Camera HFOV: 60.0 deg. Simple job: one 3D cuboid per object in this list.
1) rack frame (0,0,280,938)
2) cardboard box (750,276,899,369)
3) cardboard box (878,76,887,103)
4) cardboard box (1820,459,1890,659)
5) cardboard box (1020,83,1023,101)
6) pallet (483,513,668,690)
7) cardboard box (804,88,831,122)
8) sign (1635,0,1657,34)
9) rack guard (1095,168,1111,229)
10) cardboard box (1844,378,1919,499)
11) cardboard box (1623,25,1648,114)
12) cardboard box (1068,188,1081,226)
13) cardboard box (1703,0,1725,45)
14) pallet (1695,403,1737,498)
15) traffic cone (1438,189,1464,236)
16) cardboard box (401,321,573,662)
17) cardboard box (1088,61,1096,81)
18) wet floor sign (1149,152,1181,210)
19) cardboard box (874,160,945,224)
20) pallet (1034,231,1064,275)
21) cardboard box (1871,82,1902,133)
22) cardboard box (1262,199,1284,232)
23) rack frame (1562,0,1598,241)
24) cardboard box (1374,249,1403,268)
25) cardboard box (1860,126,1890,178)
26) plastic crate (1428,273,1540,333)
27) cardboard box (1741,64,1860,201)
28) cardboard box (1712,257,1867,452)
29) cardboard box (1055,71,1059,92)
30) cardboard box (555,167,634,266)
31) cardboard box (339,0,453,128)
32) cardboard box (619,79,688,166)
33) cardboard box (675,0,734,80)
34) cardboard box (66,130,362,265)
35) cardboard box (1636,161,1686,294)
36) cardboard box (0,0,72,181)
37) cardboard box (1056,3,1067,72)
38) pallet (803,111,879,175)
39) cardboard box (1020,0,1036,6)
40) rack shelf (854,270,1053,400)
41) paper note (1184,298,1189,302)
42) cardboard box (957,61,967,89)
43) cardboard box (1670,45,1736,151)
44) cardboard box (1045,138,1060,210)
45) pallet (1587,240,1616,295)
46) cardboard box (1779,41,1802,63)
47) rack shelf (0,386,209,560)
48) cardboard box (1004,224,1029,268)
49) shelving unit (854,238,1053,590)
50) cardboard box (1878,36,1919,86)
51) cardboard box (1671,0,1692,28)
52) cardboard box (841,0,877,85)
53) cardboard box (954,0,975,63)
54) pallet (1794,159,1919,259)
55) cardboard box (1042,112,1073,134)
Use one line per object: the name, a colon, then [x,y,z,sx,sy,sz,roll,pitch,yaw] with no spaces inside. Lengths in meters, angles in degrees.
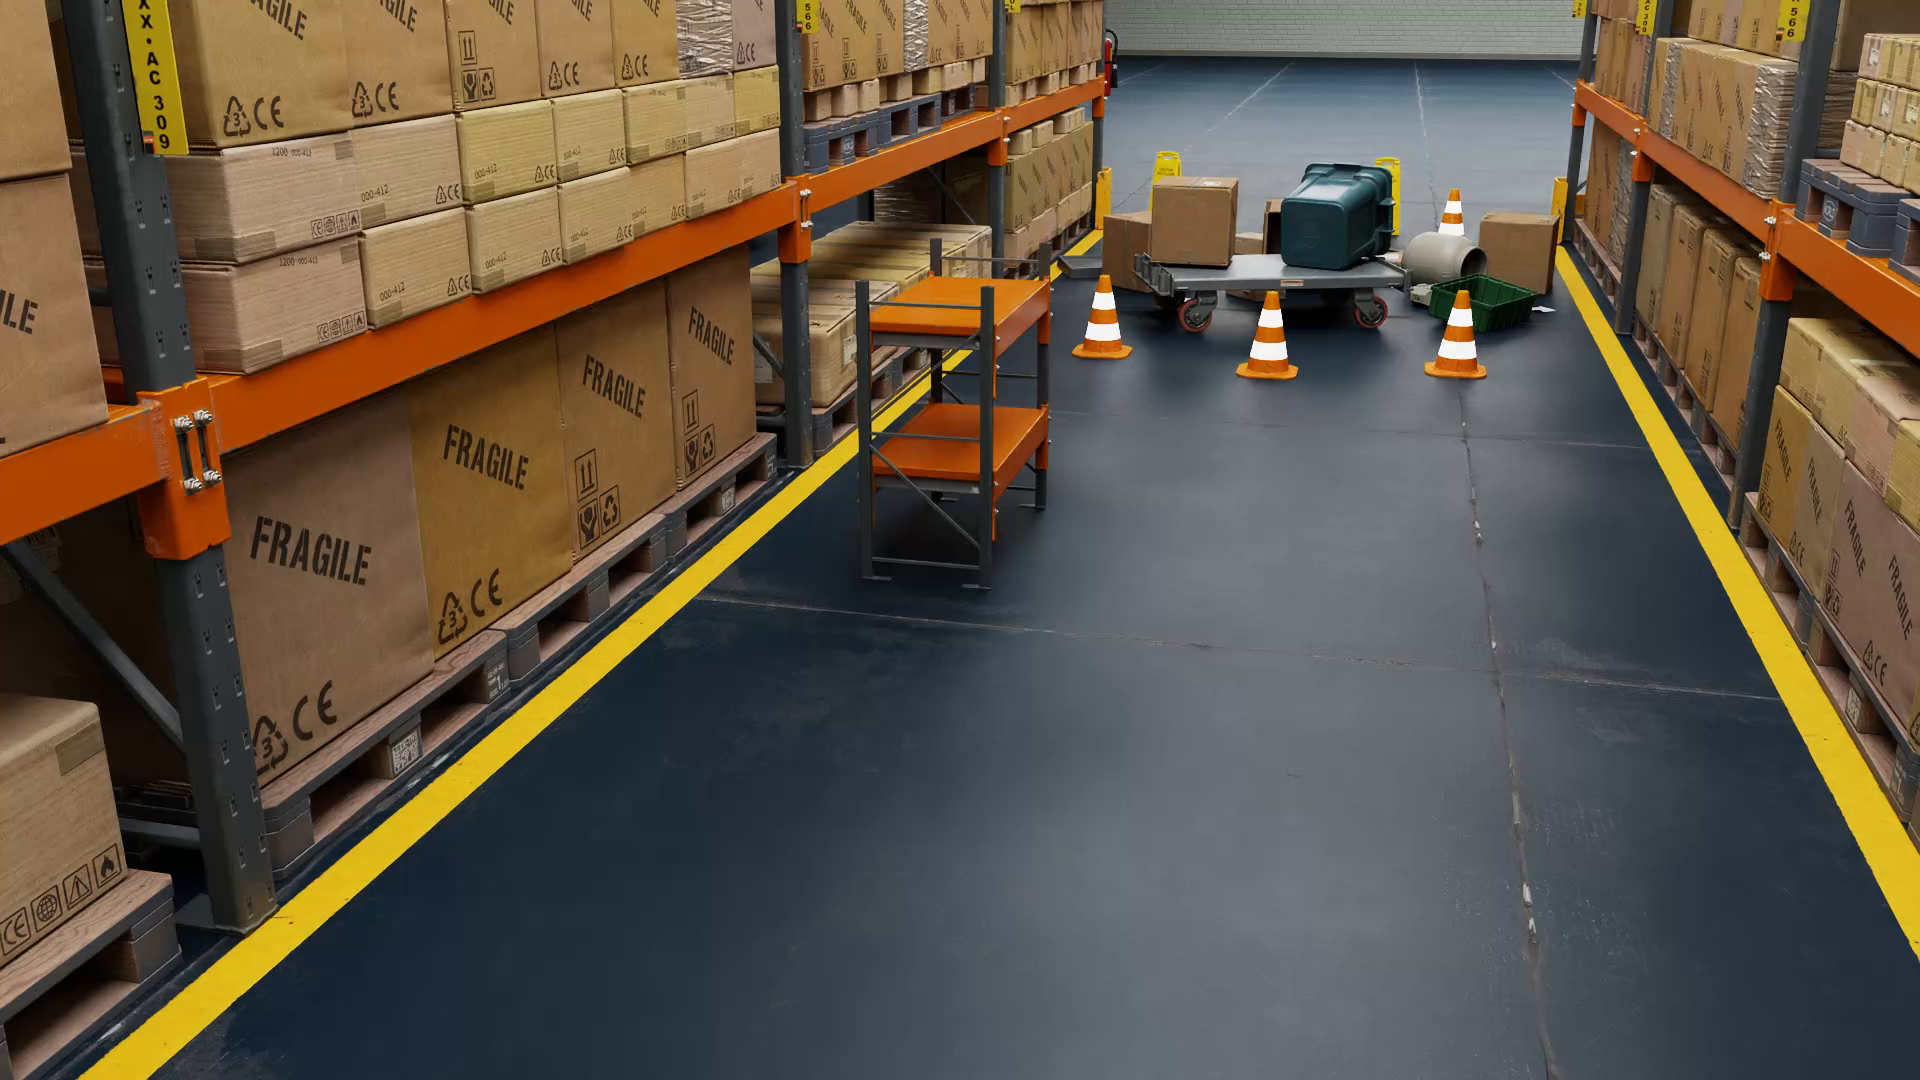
rack frame: [-2.156,-0.537,3.619,1.000,3.000,0.127,5,19,13]
cardboard box: [-0.858,-1.154,8.842,0.950,0.372,0.625,4,19,12]
cardboard box: [-0.604,-2.384,8.765,0.380,0.149,0.250,5,20,16]
cardboard box: [2.986,0.073,5.050,0.500,0.500,0.500,4,19,12]
cardboard box: [0.234,-3.168,11.710,0.380,0.149,0.250,5,19,13]
pallet: [-1.744,0.151,5.918,1.003,0.211,1.213,5,19,13]
cardboard box: [-0.817,-2.044,7.769,0.380,0.149,0.250,3,19,10]
sign: [4.085,-3.176,9.883,0.100,0.325,0.005,5,19,13]
rack guard: [0.758,-3.091,14.965,1.175,0.500,0.348,5,19,13]
cardboard box: [2.986,-0.292,4.960,0.500,0.250,0.500,5,19,14]
cardboard box: [4.815,-3.047,10.735,0.875,0.550,0.550,5,19,13]
cardboard box: [0.705,-2.759,13.730,0.500,0.250,0.500,5,19,14]
cardboard box: [4.384,-2.888,8.801,0.700,0.500,0.500,4,19,12]
pallet: [3.912,-0.353,7.395,1.003,0.211,1.213,5,19,13]
traffic cone: [4.094,-2.684,13.830,0.336,0.463,0.334,5,19,13]
cardboard box: [-1.869,-0.215,5.313,0.875,0.875,0.875,5,20,15]
cardboard box: [0.938,-3.957,14.021,0.380,0.149,0.250,4,19,13]
wet floor sign: [1.860,-3.159,14.938,0.267,0.644,0.232,12,22,32]
cardboard box: [-0.317,-2.503,11.821,0.500,0.500,0.500,4,19,13]
pallet: [0.225,-2.322,13.158,1.003,0.211,1.213,5,19,13]
cardboard box: [3.269,-1.431,5.516,0.380,0.149,0.250,6,20,16]
cardboard box: [2.802,-2.366,12.837,0.797,0.503,0.637,-9,21,-24]
rack frame: [5.601,-3.939,13.579,1.000,3.000,0.127,5,19,13]
cardboard box: [3.258,-2.076,12.354,0.396,0.266,0.258,8,21,23]
cardboard box: [3.276,-1.303,5.601,0.380,0.149,0.250,6,20,16]
plastic crate: [3.396,-1.540,10.816,0.450,0.188,0.662,29,33,36]
cardboard box: [3.496,-1.641,6.697,0.500,0.500,0.500,5,19,13]
cardboard box: [3.882,-0.749,7.072,1.050,0.750,0.750,4,19,13]
cardboard box: [0.543,-3.480,12.625,0.380,0.149,0.250,5,19,13]
cardboard box: [-1.395,-1.061,5.384,0.500,0.250,0.500,4,19,12]
cardboard box: [-1.672,-1.334,4.252,0.500,0.500,0.500,5,19,13]
cardboard box: [-1.277,-1.461,5.784,0.500,0.250,0.500,4,19,12]
cardboard box: [-1.168,-1.967,6.104,0.500,0.500,0.500,5,19,14]
cardboard box: [-1.775,-0.818,3.901,0.500,0.250,0.500,4,19,12]
cardboard box: [4.845,-2.070,10.745,0.875,0.875,0.875,5,19,14]
cardboard box: [-2.003,-0.888,2.944,0.500,0.500,0.500,4,19,13]
cardboard box: [0.516,-3.824,12.627,0.500,0.500,0.500,5,19,14]
pallet: [-1.107,-1.932,7.999,1.213,0.211,1.003,5,19,13]
cardboard box: [0.117,-3.826,11.088,0.700,0.500,0.500,4,19,13]
rack shelf: [-0.002,-0.807,6.405,0.538,0.278,1.000,5,19,13]
paper note: [1.583,-1.671,11.532,0.148,0.019,0.142,5,19,13]
cardboard box: [-0.169,-2.776,9.914,0.380,0.149,0.250,4,19,12]
cardboard box: [3.987,-2.274,8.550,0.500,0.500,0.500,5,19,13]
cardboard box: [0.453,-2.792,12.664,0.500,0.500,0.500,6,20,16]
pallet: [5.181,-1.981,12.162,1.003,0.211,1.213,5,19,13]
cardboard box: [3.888,-2.251,6.934,0.700,0.500,0.500,4,19,13]
rack shelf: [-2.644,0.430,1.900,1.077,0.370,4.000,5,19,13]
cardboard box: [0.205,-2.106,11.816,0.500,0.250,0.500,4,19,11]
shelving unit: [-0.002,-0.530,6.500,0.538,1.125,1.048,5,19,13]
cardboard box: [3.283,-1.579,5.488,0.380,0.149,0.250,4,19,12]
cardboard box: [4.747,-3.380,10.040,0.875,0.550,0.550,5,19,13]
cardboard box: [-0.723,-2.464,7.997,0.500,0.500,0.500,6,20,16]
cardboard box: [-0.211,-3.113,9.896,0.500,0.500,0.500,5,19,14]
pallet: [3.576,-1.109,5.590,1.213,0.211,1.003,5,19,13]
cardboard box: [0.678,-3.304,13.162,0.380,0.149,0.250,6,20,16]
